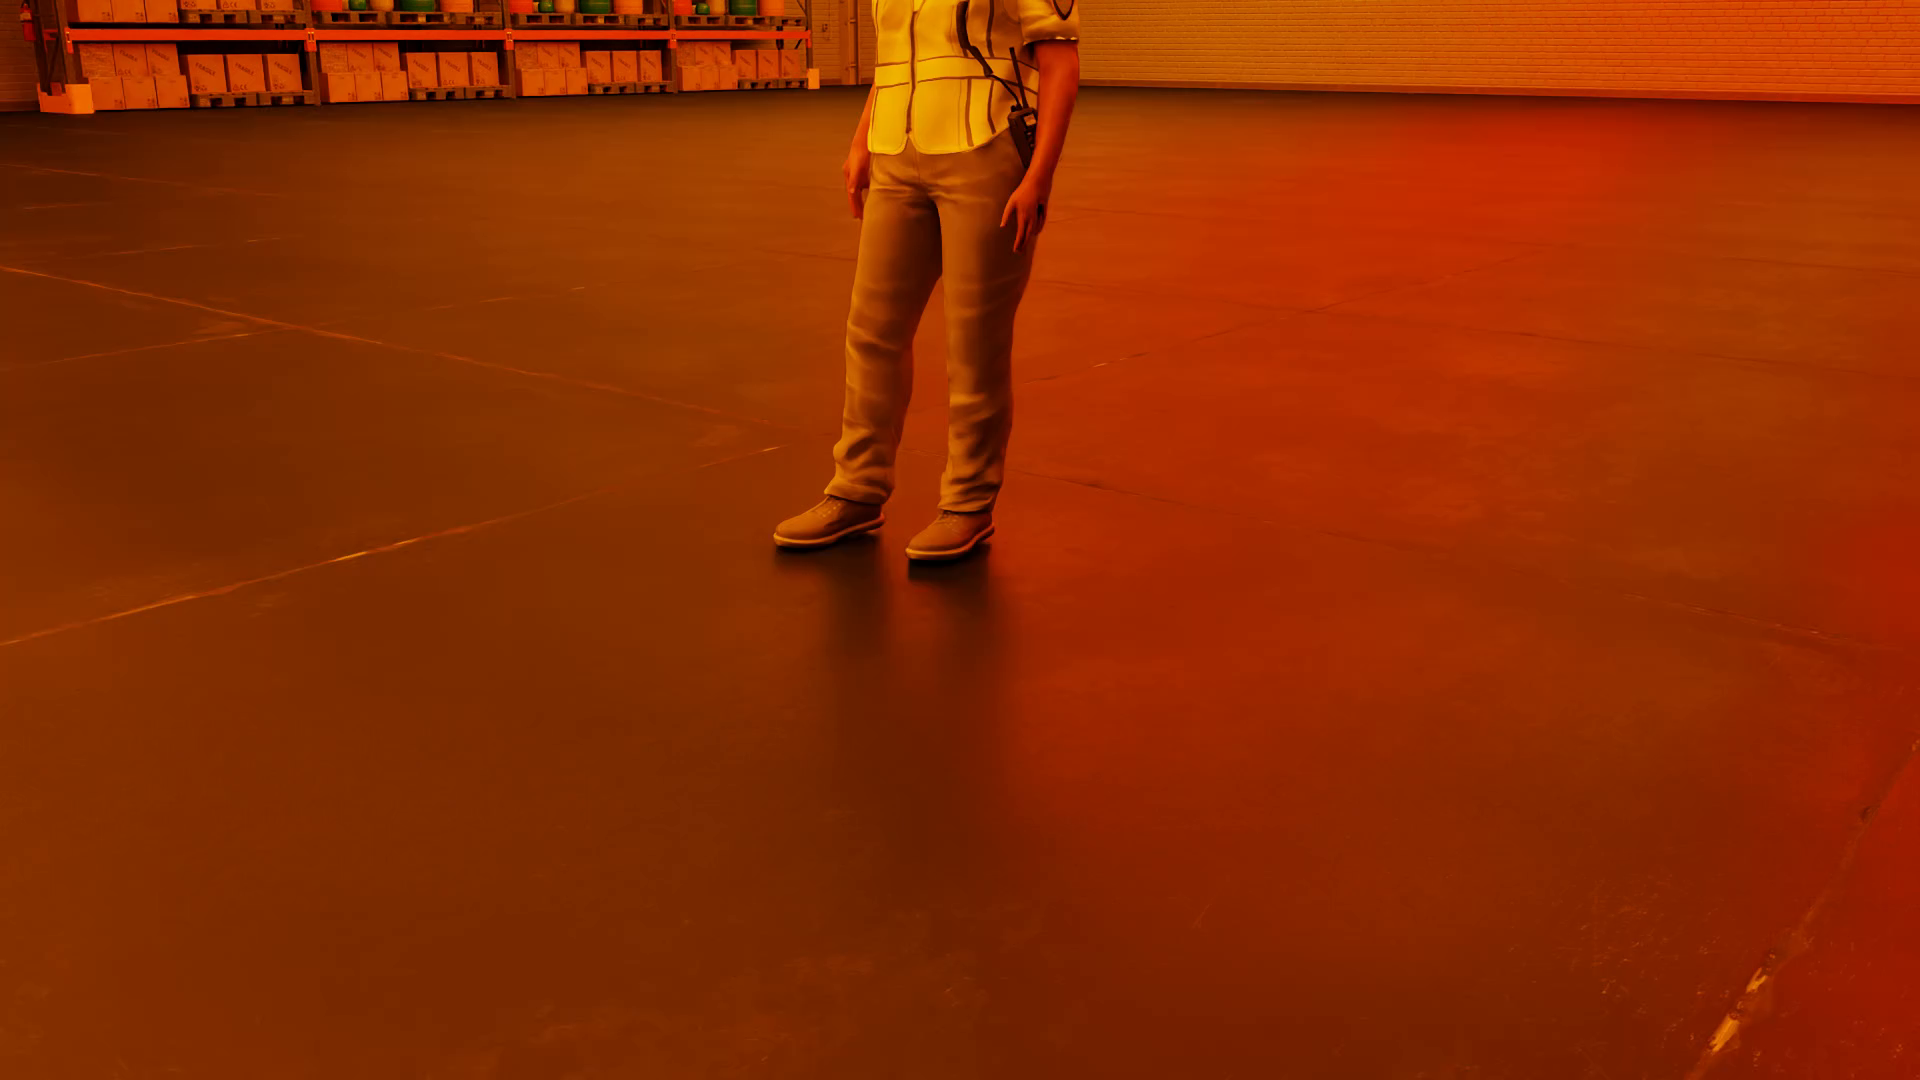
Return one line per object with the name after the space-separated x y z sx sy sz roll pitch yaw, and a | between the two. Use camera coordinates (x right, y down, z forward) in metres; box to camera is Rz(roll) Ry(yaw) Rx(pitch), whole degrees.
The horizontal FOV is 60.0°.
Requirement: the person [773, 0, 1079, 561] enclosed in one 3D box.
-0.067 -0.791 3.655 0.598 1.670 0.529 13 21 37 | person
